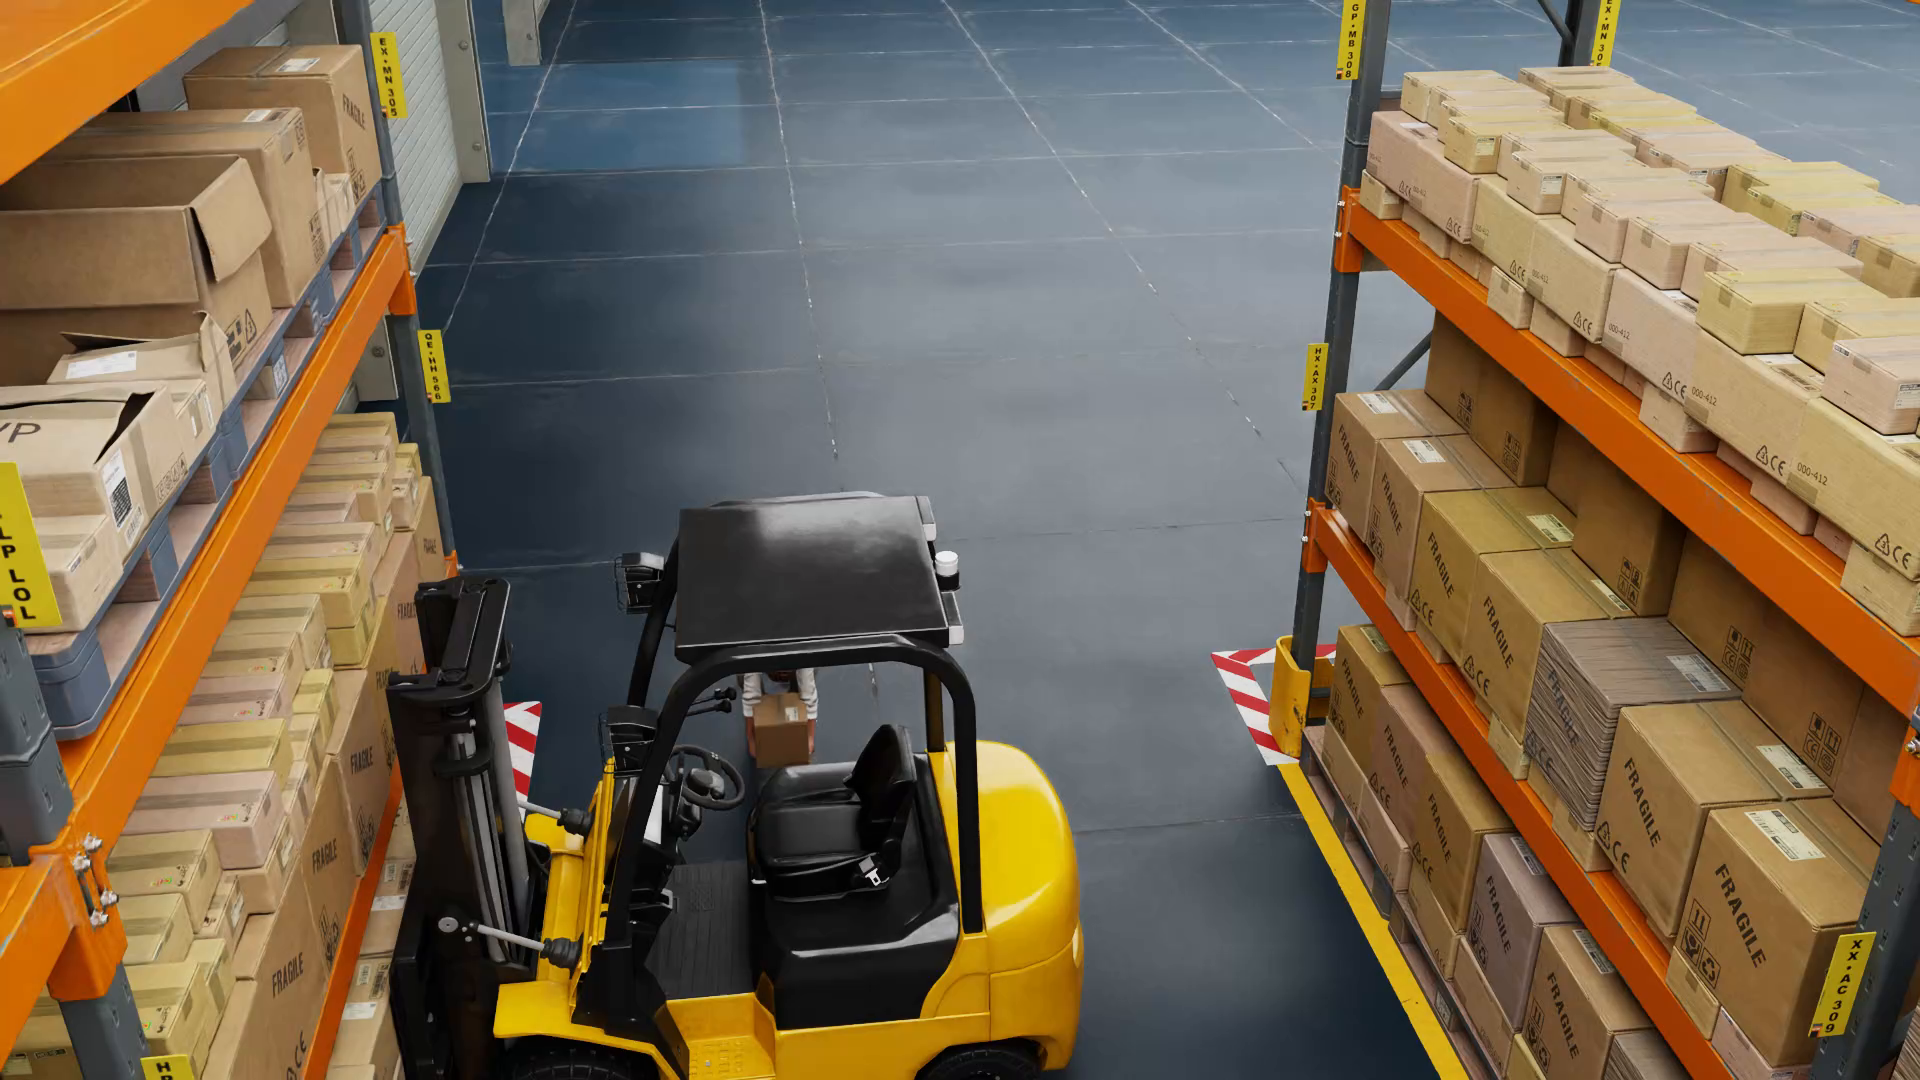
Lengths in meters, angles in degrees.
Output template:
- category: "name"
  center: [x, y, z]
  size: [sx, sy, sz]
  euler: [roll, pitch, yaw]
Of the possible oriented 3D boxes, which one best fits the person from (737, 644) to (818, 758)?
- category: "person"
  center: [-0.880, 0.653, 8.056]
  size: [0.405, 0.970, 0.870]
  euler: [-5, 28, -9]
